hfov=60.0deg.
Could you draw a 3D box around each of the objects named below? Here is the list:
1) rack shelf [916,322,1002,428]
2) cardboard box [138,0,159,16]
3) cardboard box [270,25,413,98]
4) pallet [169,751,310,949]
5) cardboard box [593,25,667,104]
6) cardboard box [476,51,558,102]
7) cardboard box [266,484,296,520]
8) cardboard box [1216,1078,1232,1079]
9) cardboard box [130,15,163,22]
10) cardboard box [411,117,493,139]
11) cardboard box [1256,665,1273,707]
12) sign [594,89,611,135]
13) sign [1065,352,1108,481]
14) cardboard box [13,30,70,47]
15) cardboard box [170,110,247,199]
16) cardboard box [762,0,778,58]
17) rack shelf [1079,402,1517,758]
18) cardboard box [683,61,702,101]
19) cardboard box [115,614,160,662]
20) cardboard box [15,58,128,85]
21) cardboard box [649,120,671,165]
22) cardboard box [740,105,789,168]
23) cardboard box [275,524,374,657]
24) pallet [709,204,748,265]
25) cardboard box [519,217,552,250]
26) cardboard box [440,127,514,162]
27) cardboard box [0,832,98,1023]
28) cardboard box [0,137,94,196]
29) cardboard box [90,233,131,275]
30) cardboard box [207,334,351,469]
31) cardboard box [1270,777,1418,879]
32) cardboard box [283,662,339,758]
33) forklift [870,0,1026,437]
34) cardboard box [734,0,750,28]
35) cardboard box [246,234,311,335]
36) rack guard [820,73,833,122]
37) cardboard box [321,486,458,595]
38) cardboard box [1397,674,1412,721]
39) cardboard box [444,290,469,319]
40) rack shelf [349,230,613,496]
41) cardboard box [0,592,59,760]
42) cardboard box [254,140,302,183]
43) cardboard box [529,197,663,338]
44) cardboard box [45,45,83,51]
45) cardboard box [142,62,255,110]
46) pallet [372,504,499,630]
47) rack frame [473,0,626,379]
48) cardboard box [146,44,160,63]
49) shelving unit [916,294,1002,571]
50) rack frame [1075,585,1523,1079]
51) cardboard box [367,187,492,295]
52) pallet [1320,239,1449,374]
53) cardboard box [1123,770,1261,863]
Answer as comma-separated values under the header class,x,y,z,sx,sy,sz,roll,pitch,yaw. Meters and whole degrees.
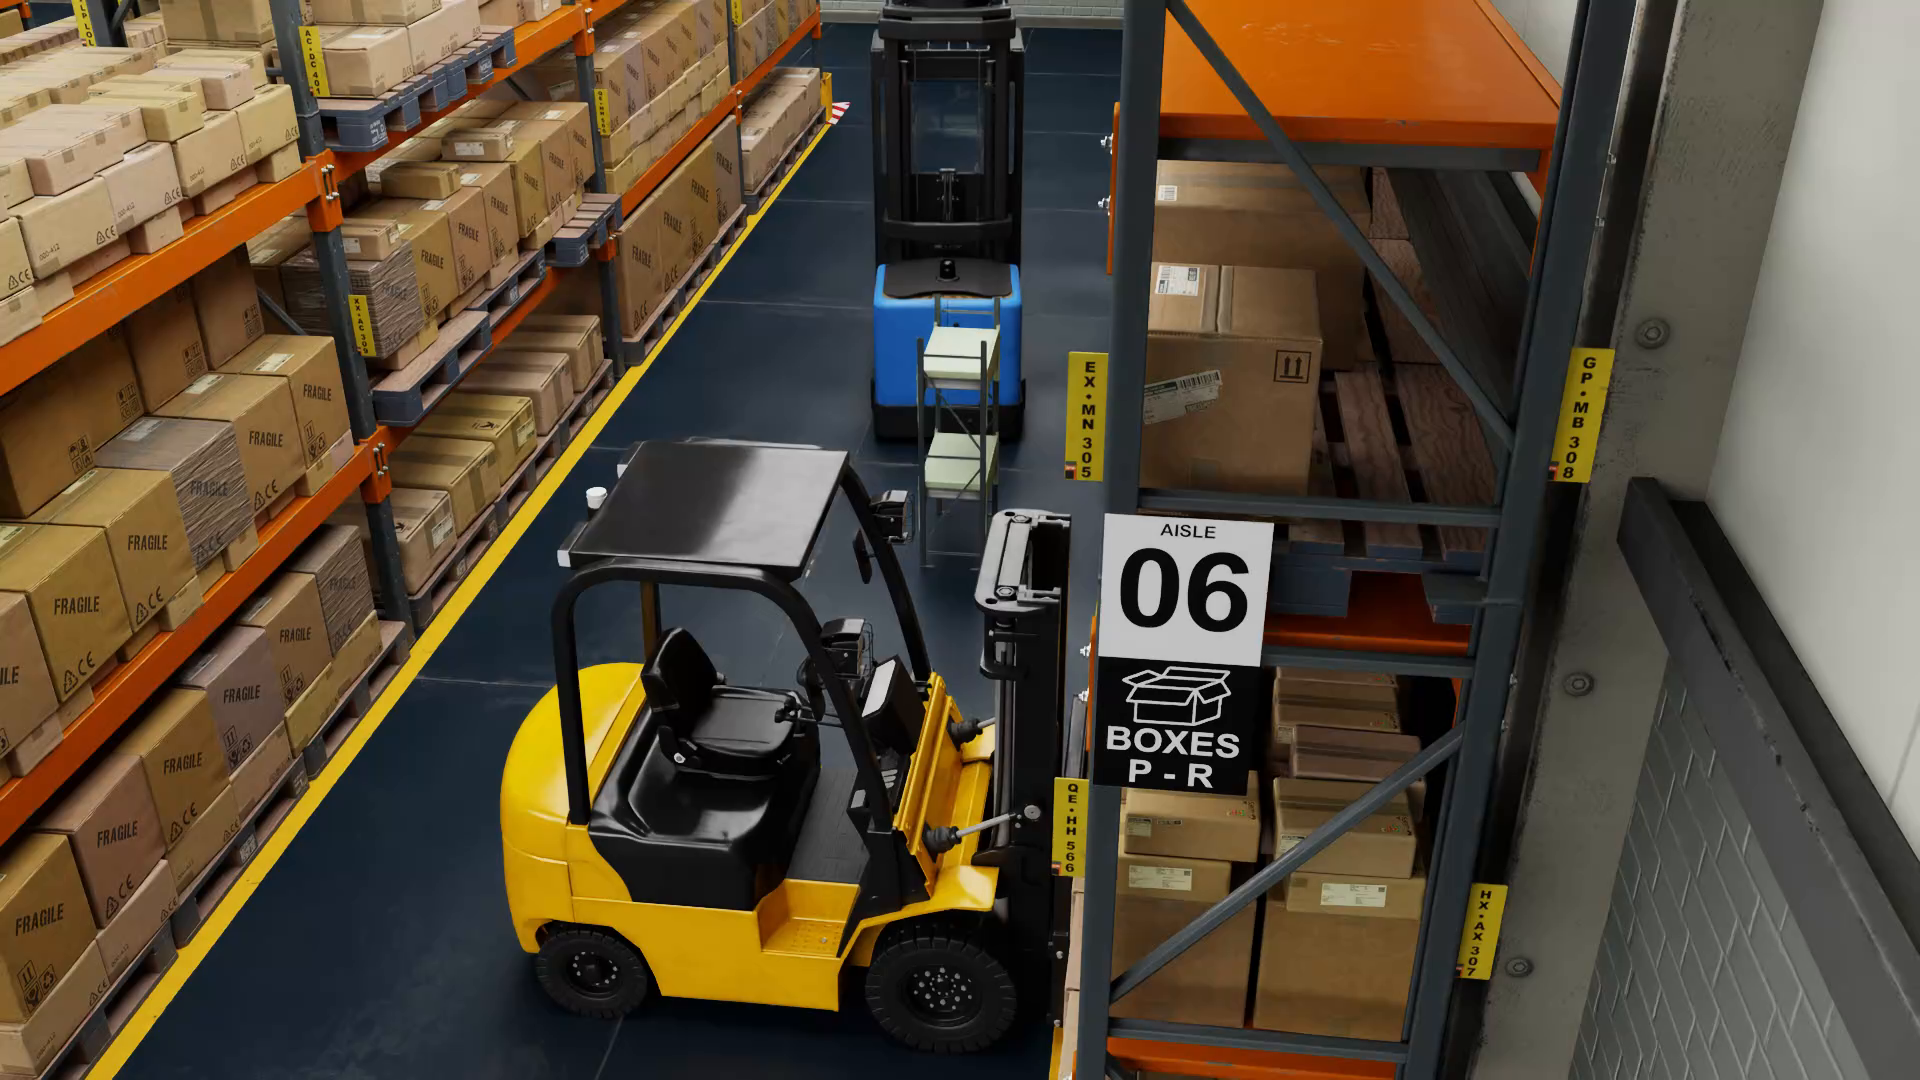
class,x,y,z,sx,sy,sz,roll,pitch,yaw
rack shelf,-0.001,-1.001,9.995,0.431,0.370,0.720,3,28,6
cardboard box,-7.766,-5.167,16.552,0.500,0.500,0.500,3,28,6
cardboard box,-3.130,-2.434,8.449,0.500,0.250,0.500,3,28,5
pallet,-3.794,1.379,7.759,1.003,0.211,1.213,3,28,6
cardboard box,-2.677,-3.804,13.281,0.500,0.500,0.500,4,29,8
cardboard box,-3.306,-3.368,12.471,0.500,0.500,0.500,3,28,5
cardboard box,-3.470,-0.227,8.065,0.380,0.149,0.250,3,29,6
cardboard box,1.084,1.797,5.445,0.500,0.250,0.500,3,28,5
cardboard box,-7.432,-4.758,15.405,0.380,0.149,0.250,3,28,5
cardboard box,-3.451,-2.541,11.234,0.500,0.500,0.500,5,29,9
cardboard box,1.272,0.683,6.007,0.500,0.500,0.500,3,28,6
sign,-2.570,-3.073,11.946,0.100,0.325,0.005,3,28,6
sign,0.300,-0.286,3.898,0.100,0.325,0.005,3,28,6
cardboard box,-8.175,-4.436,14.808,0.380,0.149,0.250,3,28,6
cardboard box,-3.448,-1.666,7.155,0.500,0.250,0.500,3,28,5
cardboard box,-2.169,-5.228,16.978,0.500,0.500,0.500,4,29,7
rack shelf,1.082,-0.518,5.937,1.077,0.370,4.000,3,28,6
cardboard box,-2.544,-3.961,14.362,0.500,0.250,0.500,4,29,7
cardboard box,-3.603,0.373,6.953,0.380,0.149,0.250,3,28,5
cardboard box,-3.965,-2.050,7.446,0.380,0.149,0.250,4,29,8
cardboard box,-2.685,-3.264,13.597,0.500,0.250,0.500,4,29,8
cardboard box,-2.327,-4.276,17.575,0.875,0.438,0.875,3,28,5
cardboard box,-3.406,0.247,8.586,0.500,0.500,0.500,3,28,5
pallet,-2.639,-2.913,15.726,1.003,0.211,1.213,3,28,6
cardboard box,-2.922,-2.032,10.972,0.380,0.149,0.250,4,29,7
cardboard box,-3.030,-2.484,10.445,0.380,0.149,0.250,2,28,4
cardboard box,-3.714,1.461,6.333,0.500,0.500,0.500,2,28,4
cardboard box,-3.517,-1.406,6.251,0.380,0.149,0.250,4,29,7
cardboard box,-3.592,-1.185,6.682,0.380,0.149,0.250,4,29,7
cardboard box,-3.407,-0.694,8.248,0.500,0.500,0.500,3,28,5
cardboard box,1.090,0.821,4.753,0.380,0.149,0.250,3,28,5
cardboard box,-3.461,0.828,8.298,0.500,0.250,0.500,3,28,5
forklift,-0.091,-2.671,12.410,1.130,2.935,3.031,0,28,0
cardboard box,-2.321,-5.202,15.876,0.500,0.500,0.500,4,29,7
cardboard box,-3.771,-1.333,8.992,0.500,0.500,0.500,3,28,5
rack guard,-2.126,-5.302,19.856,1.175,0.500,0.348,3,28,6
cardboard box,-3.538,-0.017,9.740,0.950,0.372,0.625,4,29,7
cardboard box,1.334,0.479,5.702,0.380,0.149,0.250,4,29,7
cardboard box,-3.147,-1.432,9.860,0.380,0.149,0.250,4,29,7
rack shelf,-3.355,-1.367,10.676,1.077,0.370,4.000,3,28,6
cardboard box,-3.696,0.515,6.005,0.500,0.500,0.500,4,29,8
cardboard box,-3.335,-1.786,7.797,0.380,0.149,0.250,3,29,6
cardboard box,-2.943,-2.195,13.251,0.875,0.875,0.875,3,28,6
cardboard box,-7.592,-4.144,14.266,0.380,0.149,0.250,3,28,5
cardboard box,-3.378,-2.015,7.380,0.380,0.149,0.250,3,28,5
pallet,-3.506,0.119,10.099,1.003,0.211,1.213,3,28,6
rack frame,-3.110,-2.625,12.252,1.000,3.000,0.127,3,28,6
cardboard box,-7.491,-4.385,15.027,0.380,0.149,0.250,2,28,5
shelving unit,-0.001,-0.657,10.181,0.431,1.500,0.755,3,28,6
rack frame,0.837,1.427,4.730,1.000,3.000,0.127,3,28,6
cardboard box,-3.123,-1.774,9.810,0.500,0.500,0.500,3,28,6
pallet,1.096,-0.762,5.724,1.003,0.211,1.213,3,28,6
cardboard box,0.672,0.786,4.818,0.380,0.149,0.250,3,29,6
